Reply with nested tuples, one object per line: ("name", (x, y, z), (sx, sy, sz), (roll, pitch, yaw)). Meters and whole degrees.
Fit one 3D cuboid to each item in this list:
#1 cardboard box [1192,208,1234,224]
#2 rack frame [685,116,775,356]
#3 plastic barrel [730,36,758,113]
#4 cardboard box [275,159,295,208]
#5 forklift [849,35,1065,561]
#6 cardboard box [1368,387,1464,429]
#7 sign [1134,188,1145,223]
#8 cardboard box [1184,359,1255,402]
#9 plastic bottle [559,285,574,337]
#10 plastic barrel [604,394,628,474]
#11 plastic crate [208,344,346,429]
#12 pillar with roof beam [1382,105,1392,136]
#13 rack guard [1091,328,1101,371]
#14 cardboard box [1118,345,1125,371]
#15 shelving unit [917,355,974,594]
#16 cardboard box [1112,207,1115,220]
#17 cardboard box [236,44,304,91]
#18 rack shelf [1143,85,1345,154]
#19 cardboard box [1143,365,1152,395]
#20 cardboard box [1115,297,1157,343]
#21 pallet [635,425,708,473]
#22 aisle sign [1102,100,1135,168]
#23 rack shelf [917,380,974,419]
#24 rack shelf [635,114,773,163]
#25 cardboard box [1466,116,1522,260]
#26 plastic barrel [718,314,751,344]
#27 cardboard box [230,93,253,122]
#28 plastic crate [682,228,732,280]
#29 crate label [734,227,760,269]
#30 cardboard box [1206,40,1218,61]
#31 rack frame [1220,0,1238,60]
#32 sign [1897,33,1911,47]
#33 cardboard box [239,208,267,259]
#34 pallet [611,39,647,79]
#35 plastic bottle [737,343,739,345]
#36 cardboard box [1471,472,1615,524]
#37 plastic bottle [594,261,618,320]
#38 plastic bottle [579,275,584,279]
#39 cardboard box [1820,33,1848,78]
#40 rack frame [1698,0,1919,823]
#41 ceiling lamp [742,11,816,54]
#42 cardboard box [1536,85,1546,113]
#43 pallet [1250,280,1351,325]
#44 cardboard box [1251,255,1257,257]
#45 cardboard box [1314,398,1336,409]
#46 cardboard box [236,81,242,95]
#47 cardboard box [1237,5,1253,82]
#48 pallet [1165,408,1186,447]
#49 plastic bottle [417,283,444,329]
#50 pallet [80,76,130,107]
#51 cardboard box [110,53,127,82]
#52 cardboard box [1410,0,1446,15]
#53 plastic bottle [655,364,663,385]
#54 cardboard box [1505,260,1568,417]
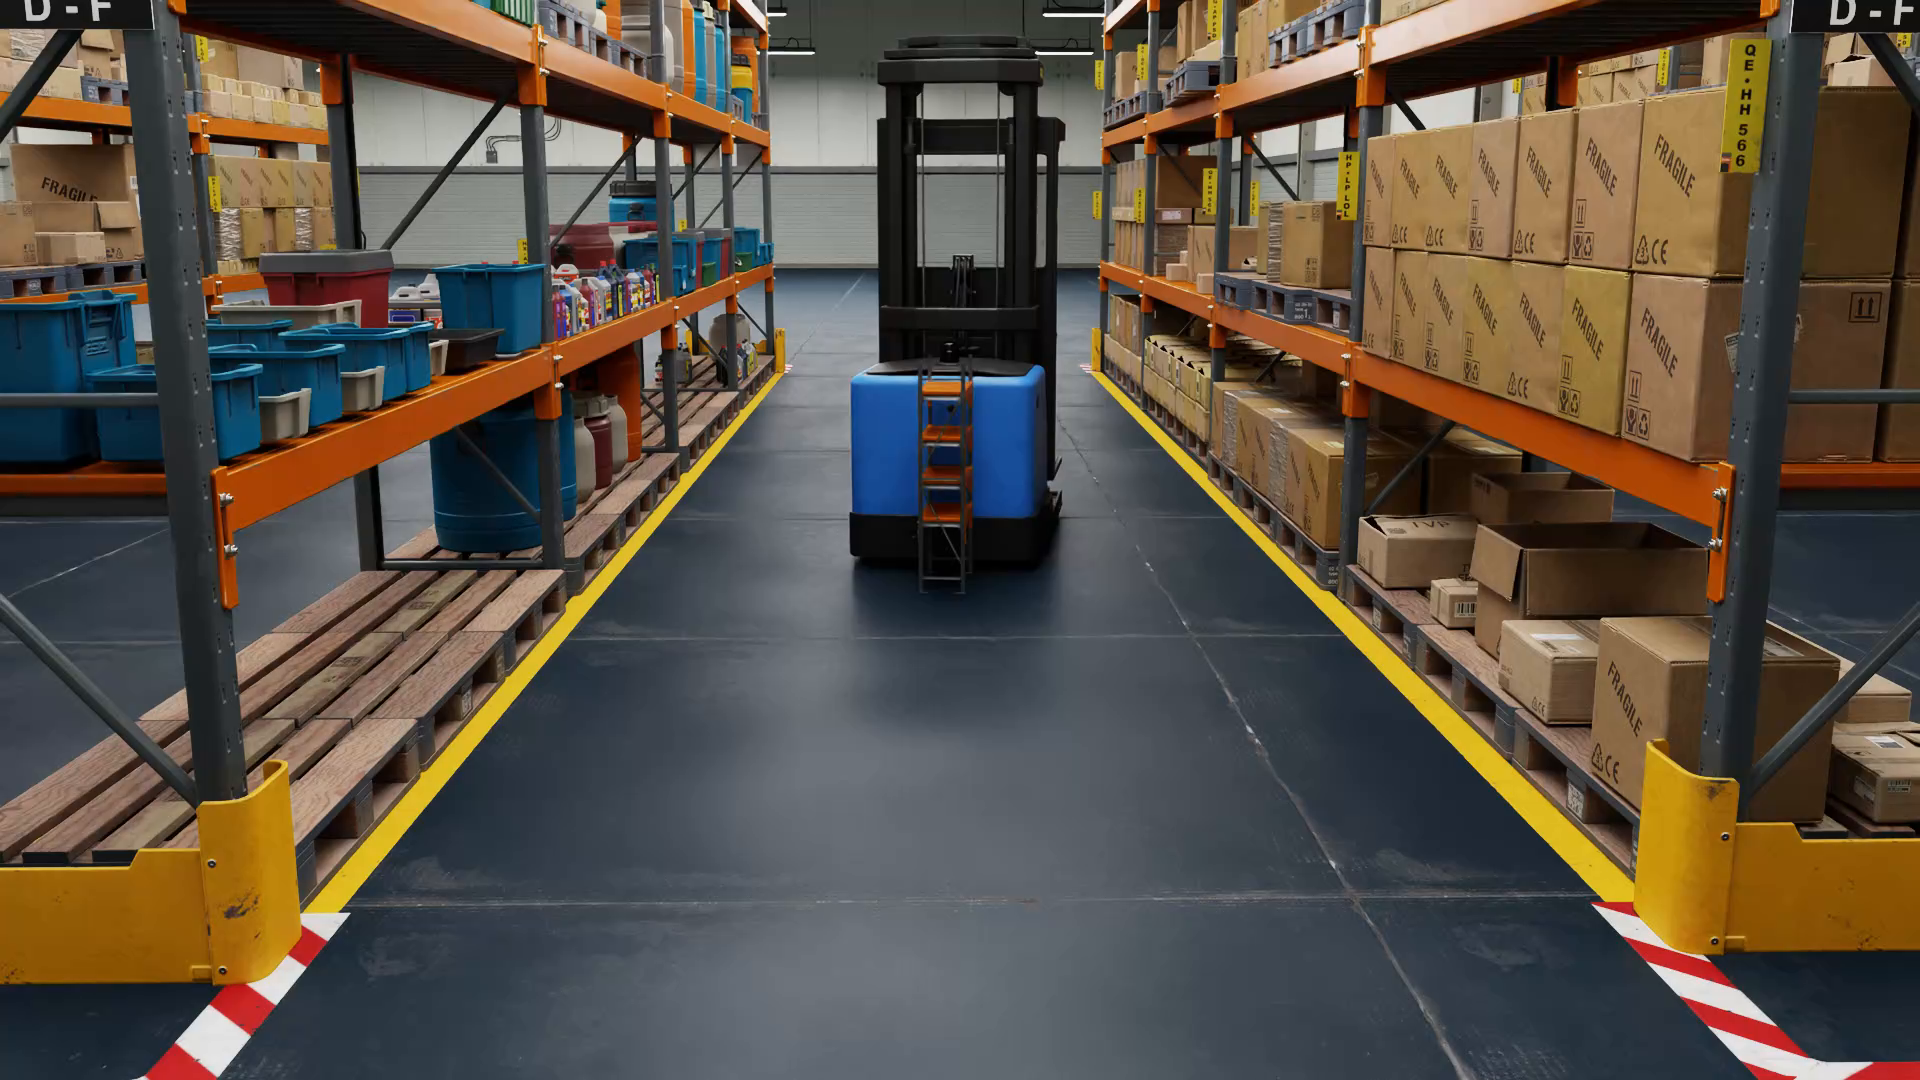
("cardboard box", (2.468, -3.172, 16.267), (0.380, 0.149, 0.250), (0, 11, -1))
("rack frame", (-2.755, -3.526, 19.897), (1.000, 3.000, 0.127), (0, 11, -1))
("plastic barrel", (-2.618, -5.317, 19.041), (0.600, 0.830, 0.708), (0, 11, -1))
("cardboard box", (-7.422, -3.784, 17.654), (0.500, 0.500, 0.500), (0, 11, -1))
("forklift", (0.076, -1.560, 10.377), (1.130, 2.935, 3.031), (1, 12, 7))
("cardboard box", (2.659, -0.815, 9.825), (0.500, 0.250, 0.500), (0, 11, -1))
("sign", (1.725, -3.211, 15.968), (0.100, 0.325, 0.005), (0, 11, -1))
("cardboard box", (2.089, -1.295, 13.349), (0.500, 0.311, 0.500), (0, 11, -2))
("plastic bottle", (-2.113, -1.221, 8.859), (0.097, 0.271, 0.097), (0, 11, 0))
("plastic barrel", (-2.461, -0.714, 11.234), (0.421, 0.512, 0.421), (0, 11, 0))
("plastic crate", (-2.114, -0.475, 5.124), (0.416, 0.233, 0.300), (0, 11, -1))
("pillar with roof beam", (3.477, -8.739, 30.504), (9.100, 9.000, 0.400), (0, 11, -1))
("rack guard", (2.197, -2.326, 20.266), (1.175, 0.500, 0.348), (0, 11, -1))
("cardboard box", (2.016, -1.999, 18.226), (0.500, 0.250, 0.500), (0, 11, -1))
("shelving unit", (-0.073, -0.357, 8.797), (0.258, 1.200, 0.503), (1, 11, 5))
("cardboard box", (1.990, -3.834, 19.531), (0.380, 0.149, 0.250), (0, 11, -2))
("cardboard box", (-7.422, -5.109, 17.896), (0.500, 0.500, 0.500), (0, 11, -1))
("rack shelf", (2.322, -3.471, 13.888), (1.077, 0.370, 4.000), (0, 11, -1))
("cardboard box", (2.041, -1.528, 15.906), (0.500, 0.250, 0.500), (-1, 11, -3))
("cardboard box", (2.022, -2.466, 18.642), (0.500, 0.500, 0.500), (0, 11, -1))
("pallet", (-2.567, -0.724, 13.096), (1.003, 0.211, 1.213), (0, 11, -1))
("aisle sign", (1.890, -4.832, 19.794), (0.394, 0.787, 0.004), (0, 11, -1))
("rack shelf", (-0.073, -0.742, 8.719), (0.258, 0.148, 0.480), (1, 11, 5))
("rack shelf", (-2.713, -4.246, 17.711), (1.077, 0.370, 4.000), (0, 11, -1))
("cardboard box", (2.207, -1.297, 6.144), (0.500, 0.500, 0.500), (0, 11, 1))
("plastic barrel", (-2.665, -2.383, 19.460), (0.421, 0.512, 0.421), (0, 11, 0))
("cardboard box", (-7.393, -4.303, 16.559), (0.500, 0.250, 0.500), (0, 11, -2))
("plastic crate", (-2.356, -2.668, 15.503), (0.402, 0.464, 0.583), (0, 11, -1))
("crate label", (-2.446, -3.179, 18.096), (0.502, 0.435, 0.616), (0, 11, -1))
("cardboard box", (2.268, -3.866, 13.348), (0.500, 0.250, 0.500), (0, 11, -2))
("rack frame", (2.363, -4.896, 11.559), (1.000, 3.000, 0.127), (0, 11, -1))
("sign", (6.773, -3.699, 11.901), (0.100, 0.325, 0.005), (0, 11, -1))
("cardboard box", (-7.547, -3.095, 16.771), (0.875, 0.500, 0.500), (0, 11, -1))
("pallet", (-2.671, -3.161, 11.028), (1.003, 0.211, 1.213), (0, 11, -1))
("plastic bottle", (-2.407, -1.997, 18.083), (0.061, 0.283, 0.133), (0, 11, -1))
("cardboard box", (2.741, -0.039, 7.888), (0.500, 0.500, 0.500), (0, 11, -1))
("plastic bottle", (-2.163, -1.511, 10.087), (0.144, 0.351, 0.185), (0, 11, -1))
("plastic bottle", (-2.283, -1.463, 10.050), (0.097, 0.271, 0.097), (0, 11, 0))
("cardboard box", (7.190, -4.143, 14.083), (0.500, 0.500, 0.500), (-1, 11, -3))
("rack frame", (2.528, -0.366, 4.317), (1.000, 3.000, 0.127), (0, 11, -1))
("ceiling lamp", (-4.809, -14.377, 43.612), (2.000, 3.185, 0.800), (0, 11, -1))
("cardboard box", (6.882, -4.922, 18.928), (0.500, 0.500, 0.500), (1, 11, 3))
("pallet", (2.408, -1.475, 10.269), (1.003, 0.211, 1.213), (0, 11, -1))
("cardboard box", (2.538, -2.091, 13.044), (0.500, 0.311, 0.500), (0, 11, -2))
("cardboard box", (2.627, -0.659, 10.941), (0.500, 0.500, 0.500), (-1, 11, -3))
("cardboard box", (-7.429, -4.524, 16.645), (0.380, 0.149, 0.250), (0, 11, 1))
("cardboard box", (2.406, -3.388, 11.420), (0.910, 0.500, 0.500), (0, 11, -1))
("pallet", (2.363, -0.995, 14.432), (1.003, 0.211, 1.213), (0, 11, -1))
("plastic bottle", (-2.846, -1.230, 8.889), (0.152, 0.276, 0.135), (0, 11, -1))
("pallet", (-7.693, -3.760, 13.975), (1.213, 0.211, 1.003), (0, 11, -1))
("cardboard box", (-7.505, -4.135, 14.632), (0.396, 0.266, 0.258), (0, 11, 1))
("cardboard box", (2.214, -2.360, 6.981), (0.500, 0.250, 0.500), (0, 11, -1))
("plastic bottle", (-2.991, -1.646, 16.562), (0.097, 0.201, 0.097), (0, 11, 0))
("cardboard box", (2.228, -0.705, 5.737), (0.500, 0.500, 0.500), (0, 11, -1))
